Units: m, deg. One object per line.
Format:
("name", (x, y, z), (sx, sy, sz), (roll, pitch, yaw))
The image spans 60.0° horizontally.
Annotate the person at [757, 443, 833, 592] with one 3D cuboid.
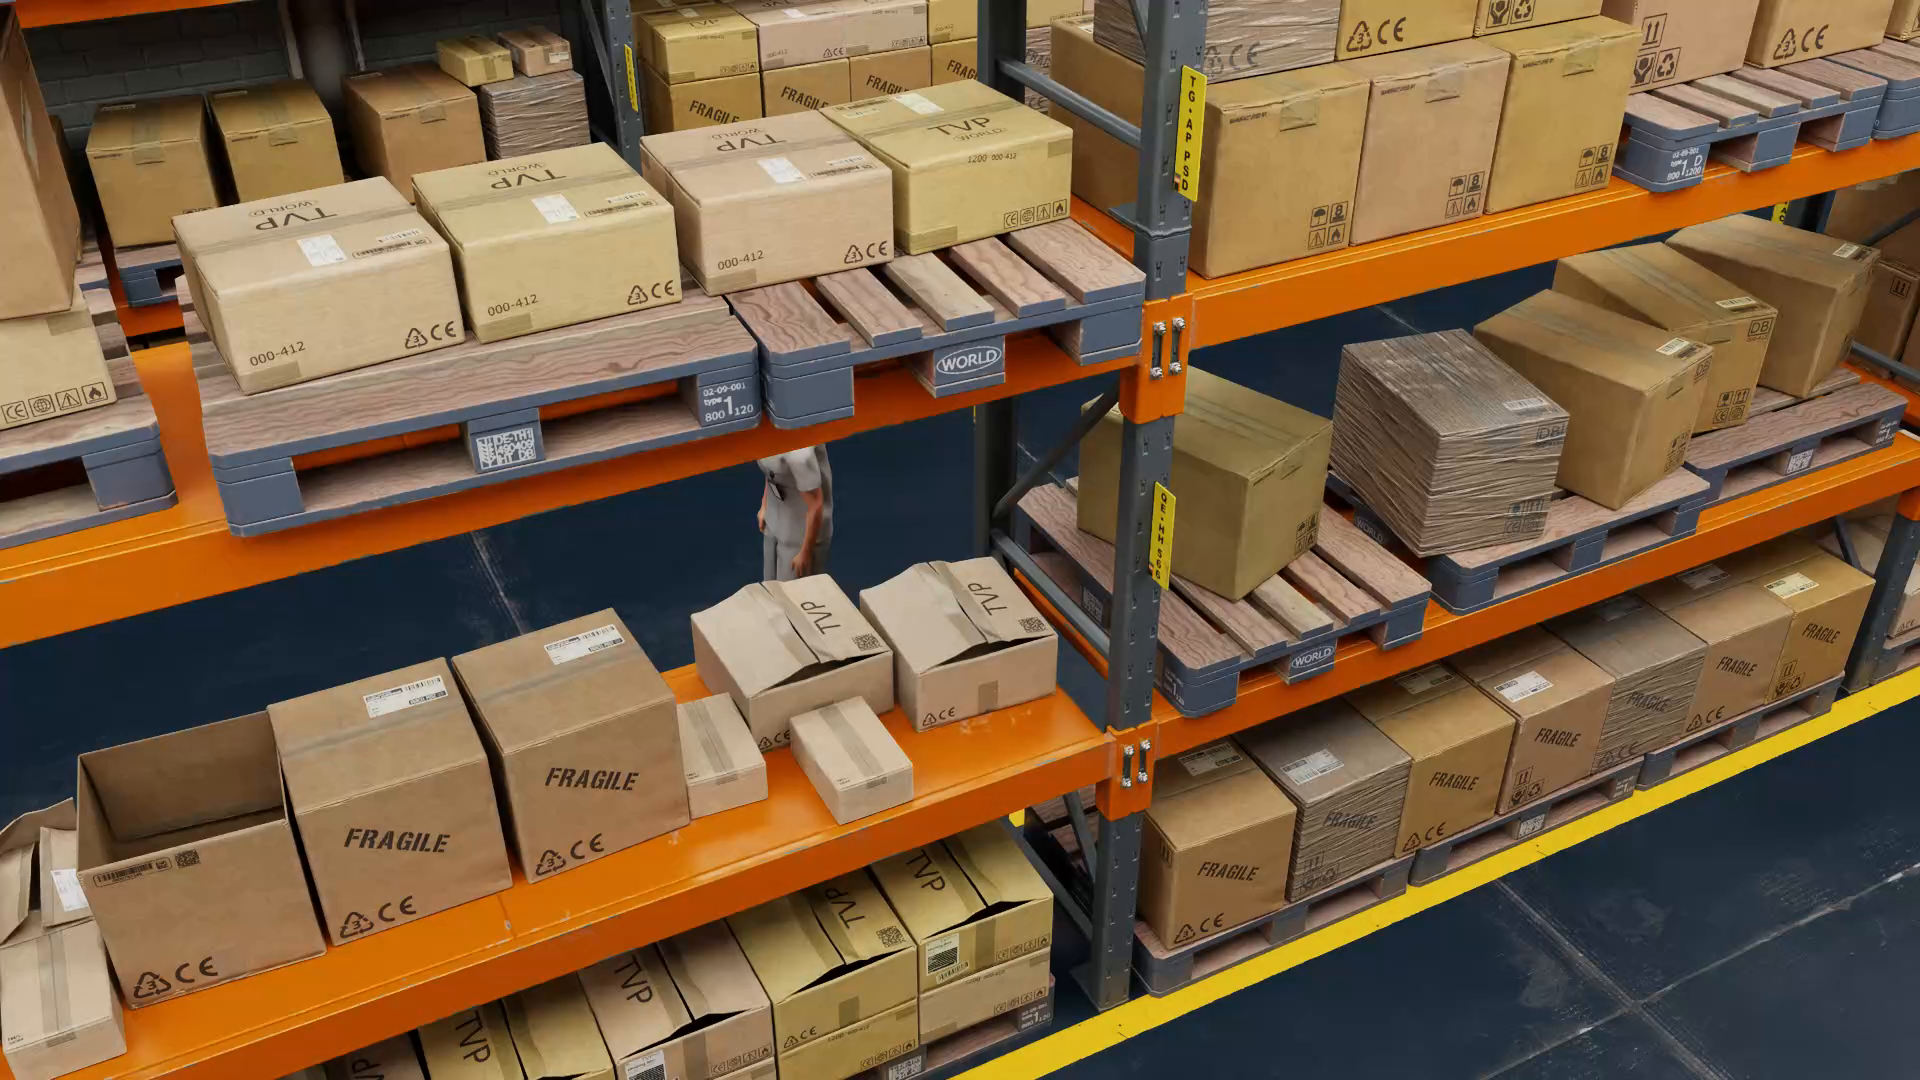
("person", (-0.756, -0.026, 7.180), (0.404, 1.673, 0.491), (-16, 37, -23))
